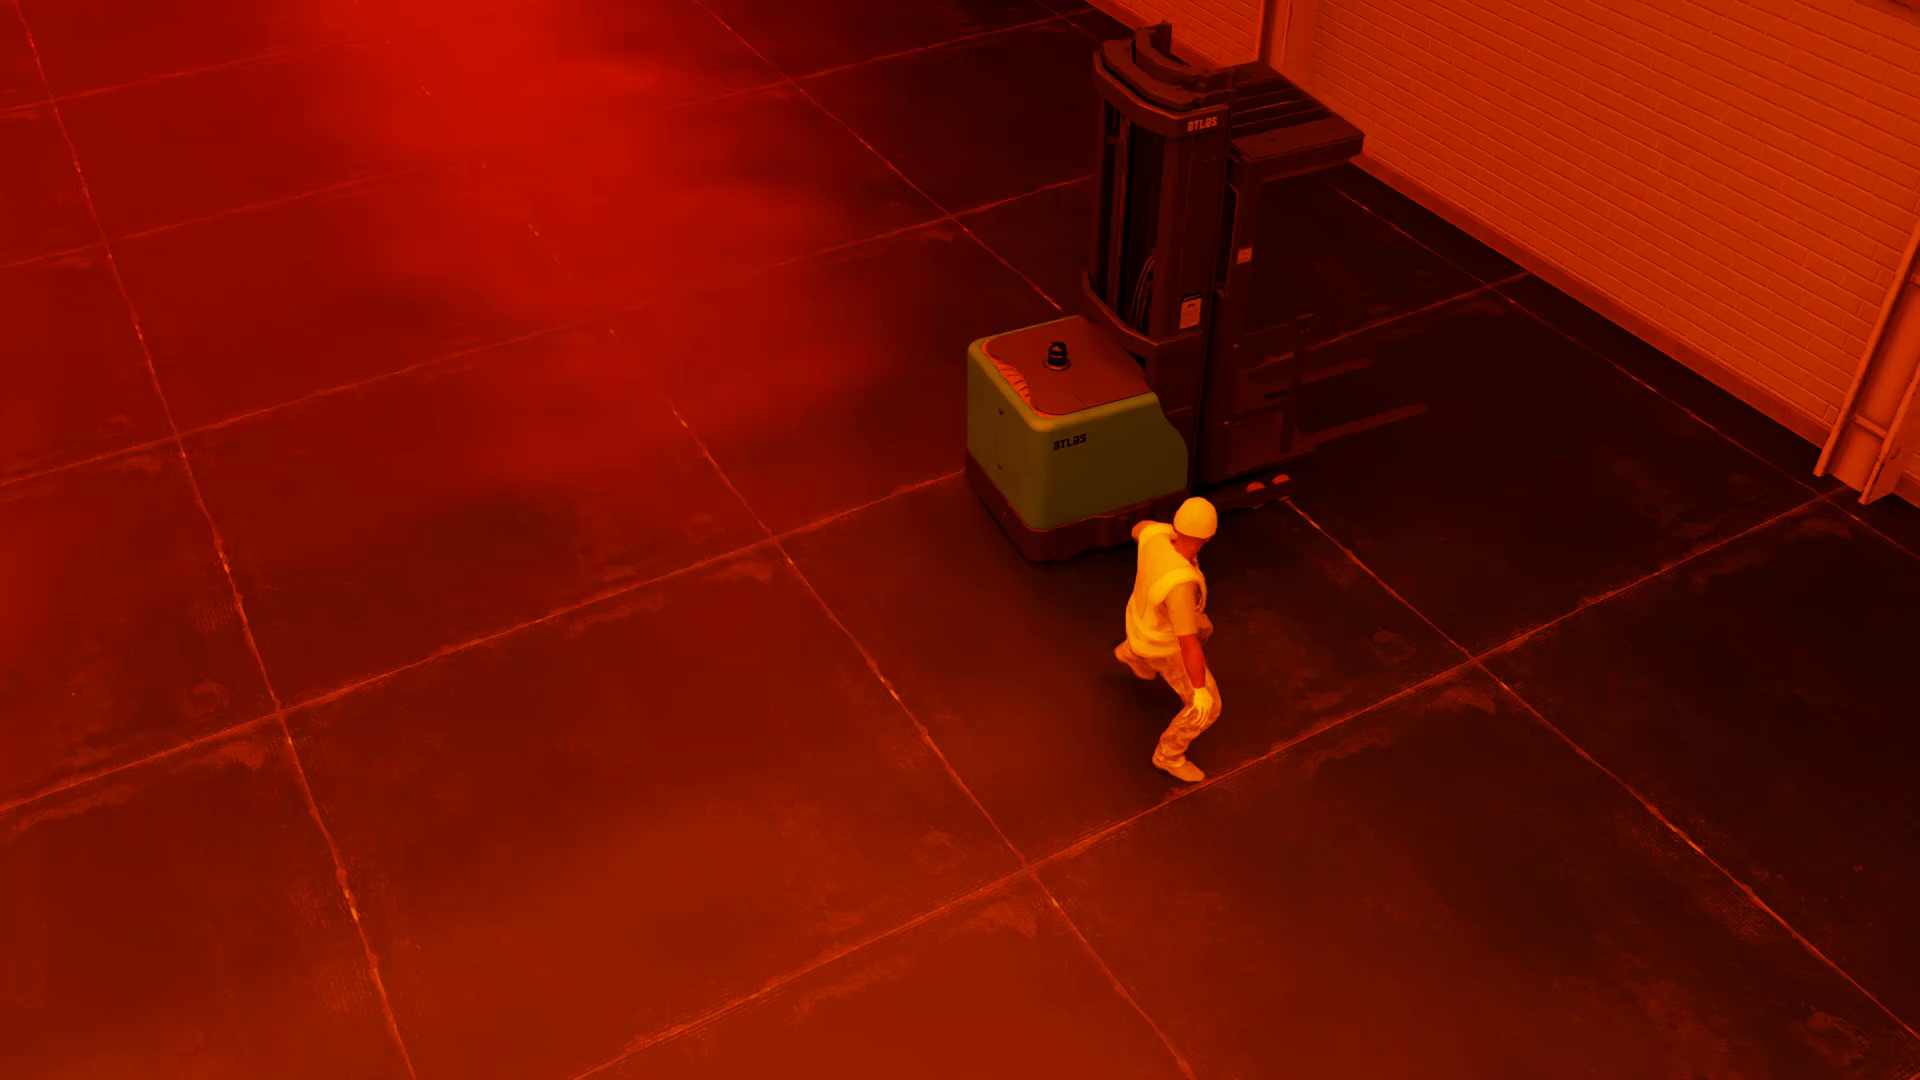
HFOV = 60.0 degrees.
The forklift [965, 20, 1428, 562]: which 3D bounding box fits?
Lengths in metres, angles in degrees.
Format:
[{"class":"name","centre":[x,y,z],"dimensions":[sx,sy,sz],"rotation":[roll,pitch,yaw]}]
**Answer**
[{"class":"forklift","centre":[1.593,-1.621,9.990],"dimensions":[3.031,2.935,1.130],"rotation":[-16,42,-18]}]

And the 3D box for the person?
[{"class":"person","centre":[1.109,0.462,8.525],"dimensions":[0.510,1.653,1.121],"rotation":[0,40,0]}]
